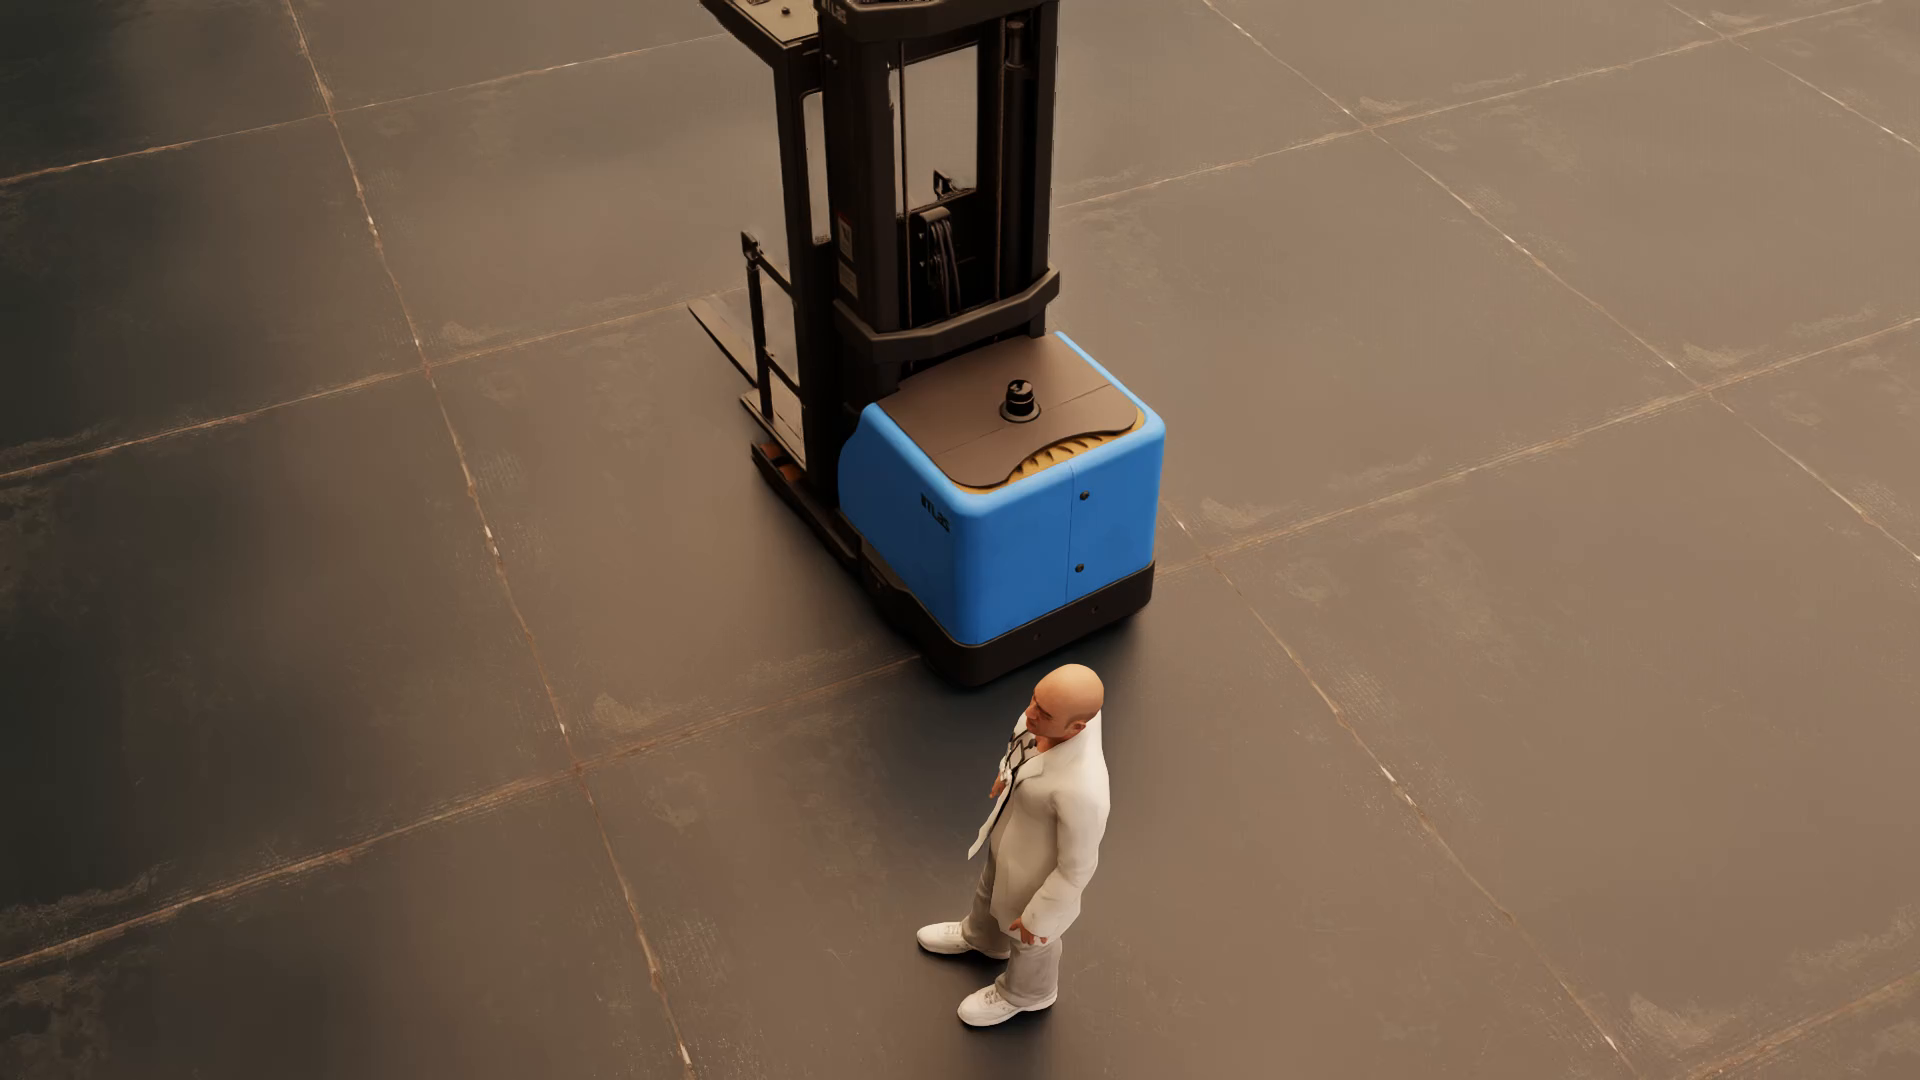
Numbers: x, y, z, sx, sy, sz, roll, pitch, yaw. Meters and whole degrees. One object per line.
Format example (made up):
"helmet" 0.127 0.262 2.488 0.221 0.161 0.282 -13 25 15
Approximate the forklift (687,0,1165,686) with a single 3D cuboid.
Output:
"forklift" -0.360 -1.433 7.216 1.130 2.935 3.031 -24 48 -23

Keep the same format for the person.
"person" 0.157 1.017 5.426 0.582 1.775 0.695 -4 43 -4
